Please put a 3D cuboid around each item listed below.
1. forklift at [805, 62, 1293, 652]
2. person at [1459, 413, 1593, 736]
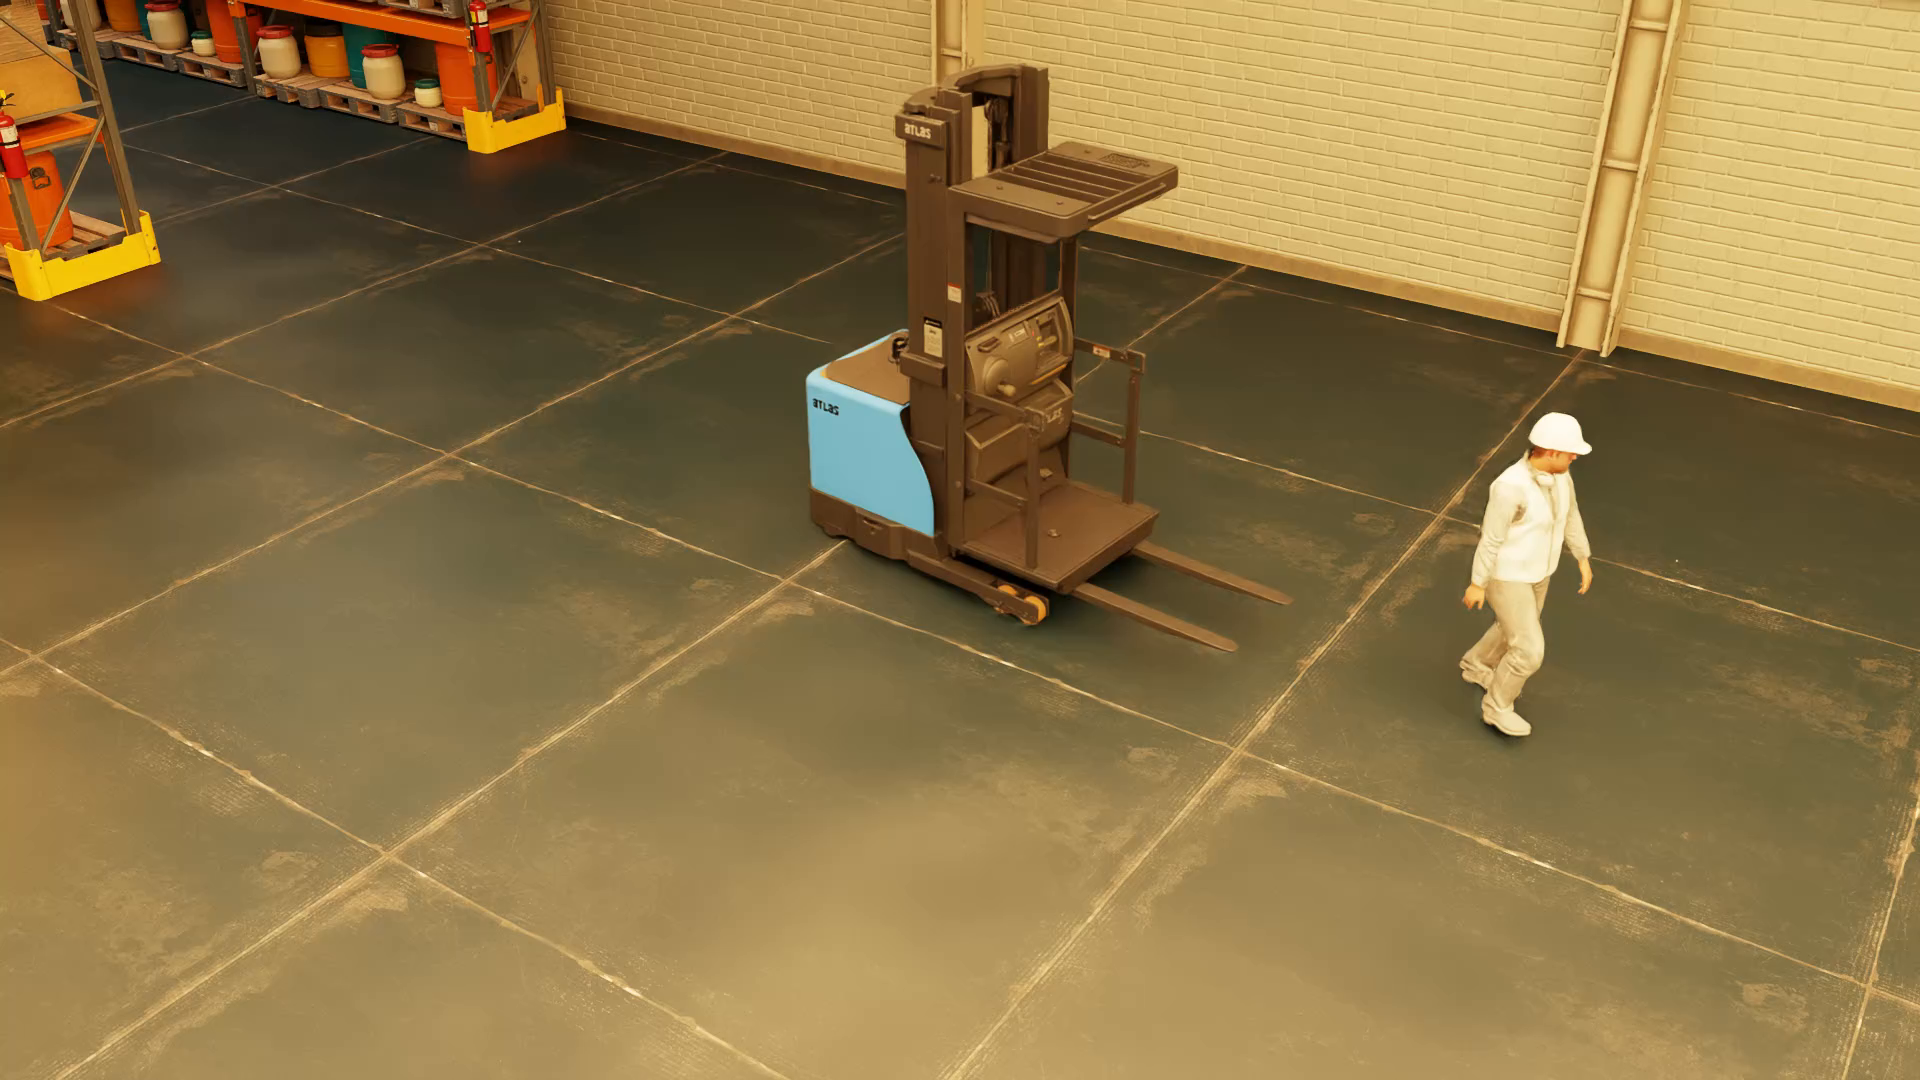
[{"bbox_3d":[0.509,-1.075,9.433,3.031,2.935,1.130,22,37,33],"label":"forklift"},{"bbox_3d":[2.884,0.152,8.516,0.656,1.733,0.634,-23,37,-34],"label":"person"}]
